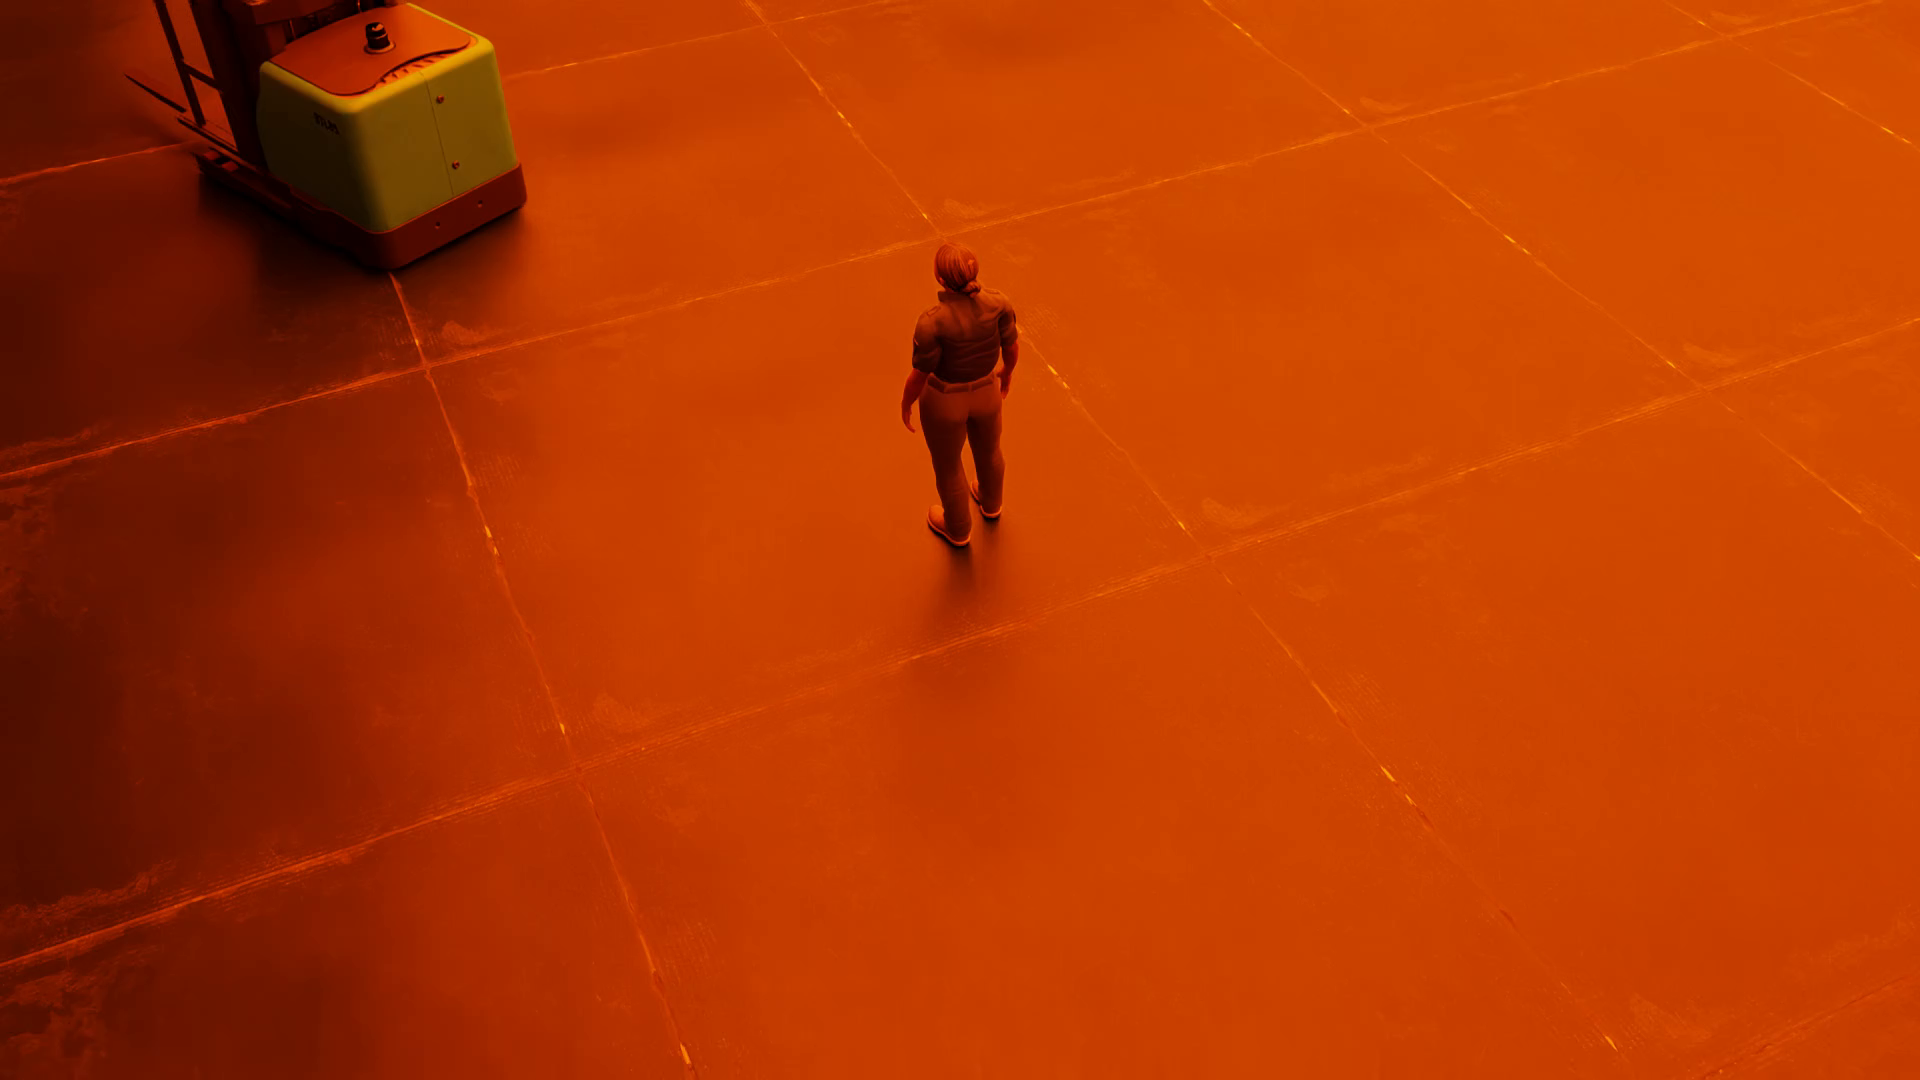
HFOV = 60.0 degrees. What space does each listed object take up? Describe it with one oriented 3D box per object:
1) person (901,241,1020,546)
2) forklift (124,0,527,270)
[{"bbox_3d":[-0.018,-0.670,7.323,0.569,1.654,0.504,-18,46,-18],"label":"person"},{"bbox_3d":[-4.030,-3.447,9.374,3.031,2.935,1.130,30,51,28],"label":"forklift"}]
